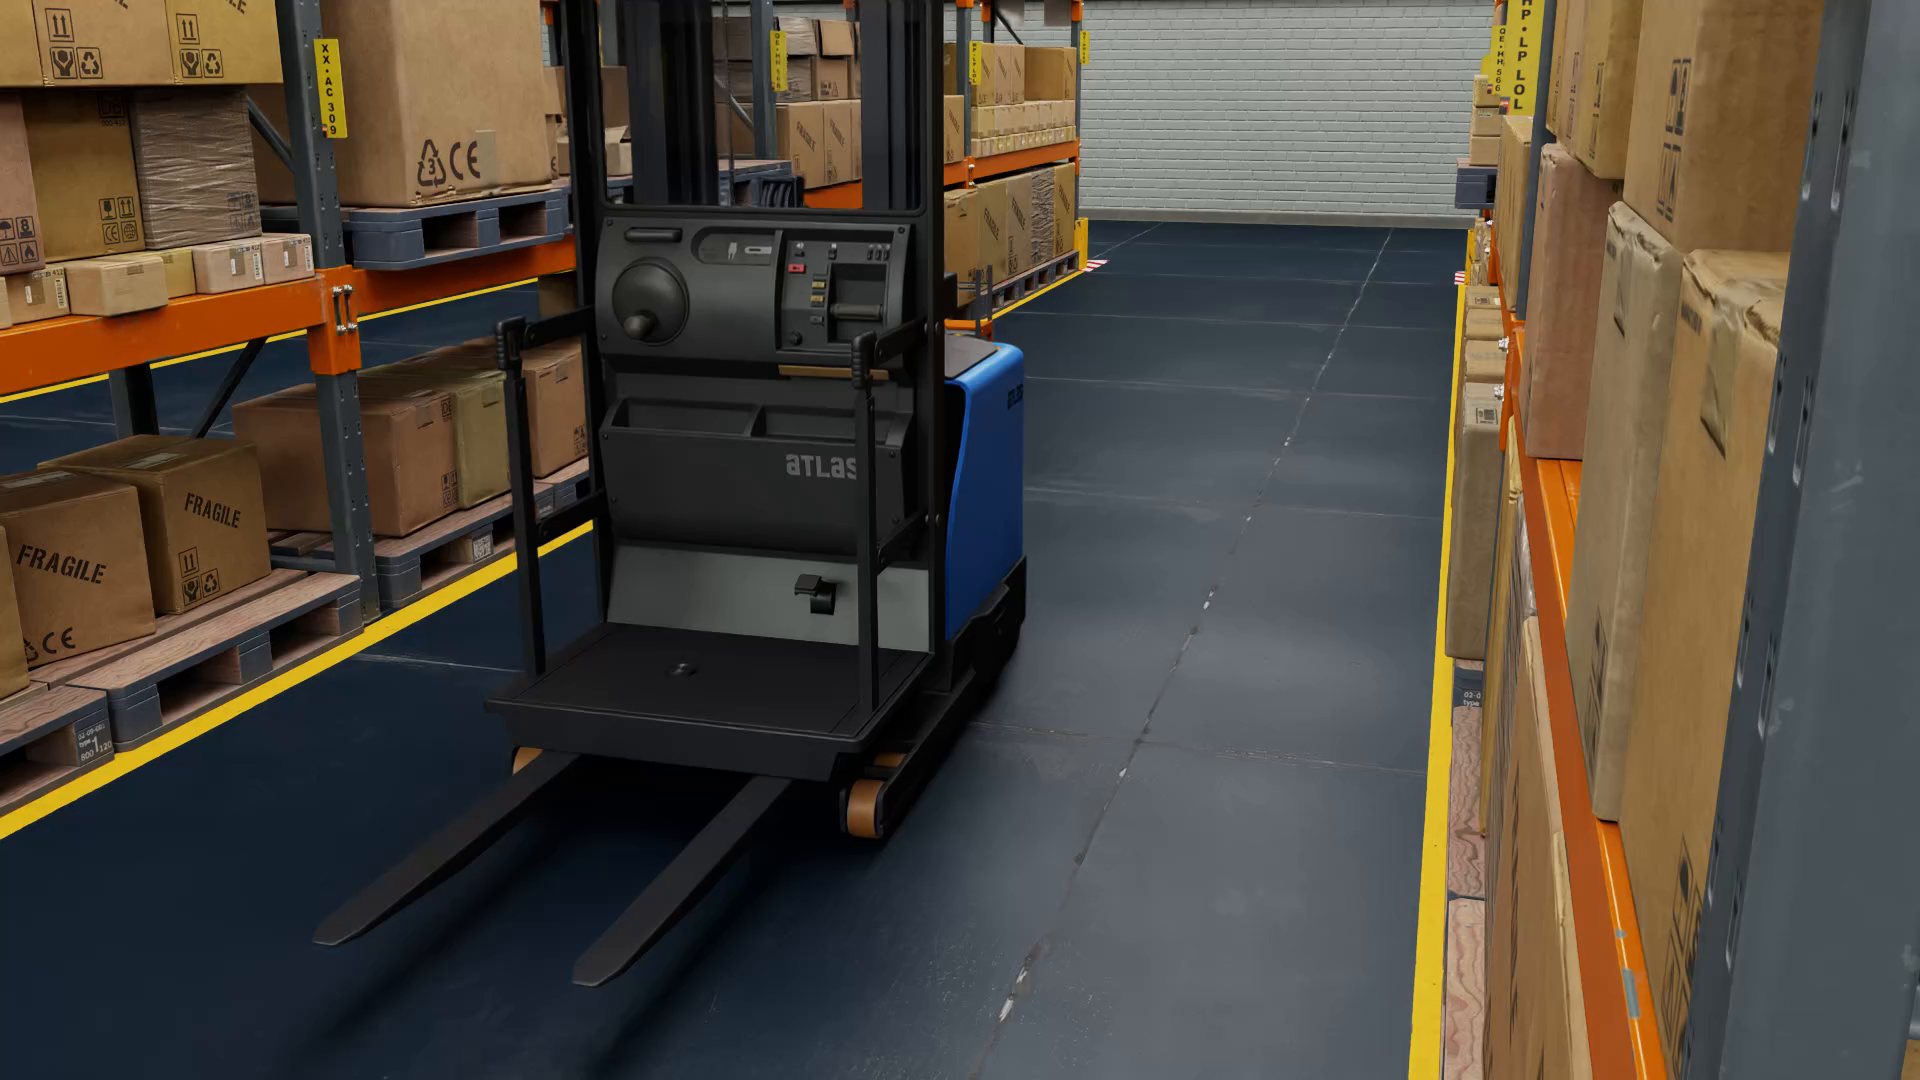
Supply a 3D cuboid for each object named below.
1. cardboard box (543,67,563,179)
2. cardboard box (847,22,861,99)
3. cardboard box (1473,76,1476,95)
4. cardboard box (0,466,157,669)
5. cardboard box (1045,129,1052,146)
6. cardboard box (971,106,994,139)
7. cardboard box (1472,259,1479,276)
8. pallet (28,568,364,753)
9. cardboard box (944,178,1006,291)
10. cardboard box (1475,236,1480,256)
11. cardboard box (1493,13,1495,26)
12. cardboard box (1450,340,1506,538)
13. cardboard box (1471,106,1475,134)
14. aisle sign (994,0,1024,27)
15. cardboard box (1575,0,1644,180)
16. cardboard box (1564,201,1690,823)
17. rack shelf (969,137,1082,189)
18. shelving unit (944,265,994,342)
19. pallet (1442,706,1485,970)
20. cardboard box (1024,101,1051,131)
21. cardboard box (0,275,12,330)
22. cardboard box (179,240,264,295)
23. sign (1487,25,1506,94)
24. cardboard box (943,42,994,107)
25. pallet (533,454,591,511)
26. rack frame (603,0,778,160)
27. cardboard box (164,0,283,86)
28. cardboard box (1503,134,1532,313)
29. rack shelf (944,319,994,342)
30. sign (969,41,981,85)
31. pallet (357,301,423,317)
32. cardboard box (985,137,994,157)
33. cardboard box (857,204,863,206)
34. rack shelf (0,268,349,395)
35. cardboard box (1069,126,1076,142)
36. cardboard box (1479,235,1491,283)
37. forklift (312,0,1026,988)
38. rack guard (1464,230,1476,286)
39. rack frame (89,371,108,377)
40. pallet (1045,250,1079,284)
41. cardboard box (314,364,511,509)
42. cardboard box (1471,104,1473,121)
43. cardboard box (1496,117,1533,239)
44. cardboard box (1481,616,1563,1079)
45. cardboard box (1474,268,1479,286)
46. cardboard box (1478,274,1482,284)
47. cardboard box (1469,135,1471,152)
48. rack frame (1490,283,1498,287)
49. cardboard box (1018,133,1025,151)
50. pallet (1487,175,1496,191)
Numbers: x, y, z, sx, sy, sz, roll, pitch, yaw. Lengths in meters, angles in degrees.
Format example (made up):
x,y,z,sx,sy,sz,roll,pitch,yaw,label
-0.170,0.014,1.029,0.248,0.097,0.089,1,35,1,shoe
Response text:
x,y,z,sx,sy,sz,roll,pitch,yaw,label
-2.277,-1.881,7.506,0.797,0.503,0.637,6,17,22,cardboard box
-0.949,-3.282,11.383,0.797,0.503,0.637,5,17,18,cardboard box
3.400,-2.812,10.348,0.380,0.149,0.250,5,17,18,cardboard box
-2.988,0.084,5.348,0.500,0.500,0.500,11,19,33,cardboard box
0.655,-3.801,15.695,0.380,0.149,0.250,4,16,15,cardboard box
-0.023,-3.435,13.674,0.500,0.250,0.500,4,16,15,cardboard box
4.763,-2.417,14.808,0.380,0.149,0.250,5,17,17,cardboard box
-2.838,0.351,5.704,1.003,0.211,1.213,5,16,16,pallet
-0.143,-2.608,14.152,0.875,0.875,0.875,5,16,16,cardboard box
4.471,-2.428,13.756,0.380,0.149,0.250,4,16,14,cardboard box
4.626,-4.072,13.628,0.500,0.500,0.500,4,16,14,cardboard box
2.414,-0.299,6.239,1.050,0.750,0.750,5,16,16,cardboard box
2.961,-2.263,8.956,0.380,0.149,0.250,5,17,18,cardboard box
0.462,-5.601,16.815,0.394,0.787,0.004,5,16,16,aisle sign
1.435,-0.833,2.514,0.875,0.550,0.500,5,16,16,cardboard box
1.107,-0.030,1.662,0.875,0.550,0.550,5,16,16,cardboard box
0.161,-3.439,15.275,1.077,0.370,4.000,5,16,16,rack shelf
-0.004,-0.573,7.152,0.258,1.200,0.189,5,16,16,shelving unit
1.755,0.777,4.204,1.003,0.211,1.213,5,16,16,pallet
0.557,-3.966,15.545,0.500,0.250,0.500,4,16,14,cardboard box
-2.863,-0.646,4.569,0.380,0.149,0.250,5,16,16,cardboard box
-2.540,-0.904,5.481,0.380,0.149,0.250,5,16,16,cardboard box
2.660,-2.363,8.186,0.100,0.325,0.005,5,16,16,sign
-0.026,-3.799,13.581,0.500,0.500,0.500,5,16,16,cardboard box
-2.116,-0.351,8.181,1.003,0.211,1.213,5,16,16,pallet
-1.544,-2.215,9.643,1.000,3.000,0.127,5,16,16,rack frame
-2.545,-1.702,5.272,0.500,0.500,0.500,5,16,16,cardboard box
1.938,-0.963,5.044,0.500,0.500,0.500,5,16,16,cardboard box
-0.004,-0.877,7.066,0.258,0.103,0.180,5,16,16,rack shelf
0.116,-3.741,13.045,0.100,0.325,0.005,5,16,16,sign
-5.415,-2.106,14.366,1.003,0.211,1.213,5,16,16,pallet
0.070,-3.261,13.791,0.380,0.149,0.250,4,16,14,cardboard box
-0.823,-2.039,12.144,1.225,0.875,0.875,4,16,14,cardboard box
-3.249,-0.299,4.206,1.077,0.370,4.000,5,16,16,rack shelf
0.944,-4.069,16.637,0.380,0.149,0.250,5,17,17,cardboard box
3.558,-1.765,10.494,0.500,0.250,0.500,5,17,18,cardboard box
-0.647,-0.720,4.497,1.130,2.935,3.031,4,16,15,forklift
5.435,-2.675,15.843,1.175,0.500,0.348,5,16,16,rack guard
-6.293,-2.599,10.997,1.000,3.000,0.127,5,16,16,rack frame
0.577,-2.751,16.643,1.003,0.211,1.213,5,16,16,pallet
-2.332,-0.460,7.229,0.700,0.500,0.500,5,16,16,cardboard box
3.548,-2.804,10.864,0.380,0.149,0.250,4,16,13,cardboard box
2.511,-1.491,6.905,0.500,0.500,0.500,5,16,16,cardboard box
1.287,0.696,2.503,0.875,0.875,0.875,4,16,15,cardboard box
4.169,-2.003,12.804,0.380,0.149,0.250,4,16,13,cardboard box
3.706,-1.539,11.069,0.500,0.500,0.500,5,17,18,cardboard box
3.176,-2.318,9.694,0.380,0.149,0.250,4,16,13,cardboard box
3.183,-1.804,8.193,1.000,3.000,0.127,5,16,16,rack frame
0.364,-3.532,14.744,0.380,0.149,0.250,5,17,17,cardboard box
3.706,-2.233,10.057,1.003,0.211,1.213,5,16,16,pallet
